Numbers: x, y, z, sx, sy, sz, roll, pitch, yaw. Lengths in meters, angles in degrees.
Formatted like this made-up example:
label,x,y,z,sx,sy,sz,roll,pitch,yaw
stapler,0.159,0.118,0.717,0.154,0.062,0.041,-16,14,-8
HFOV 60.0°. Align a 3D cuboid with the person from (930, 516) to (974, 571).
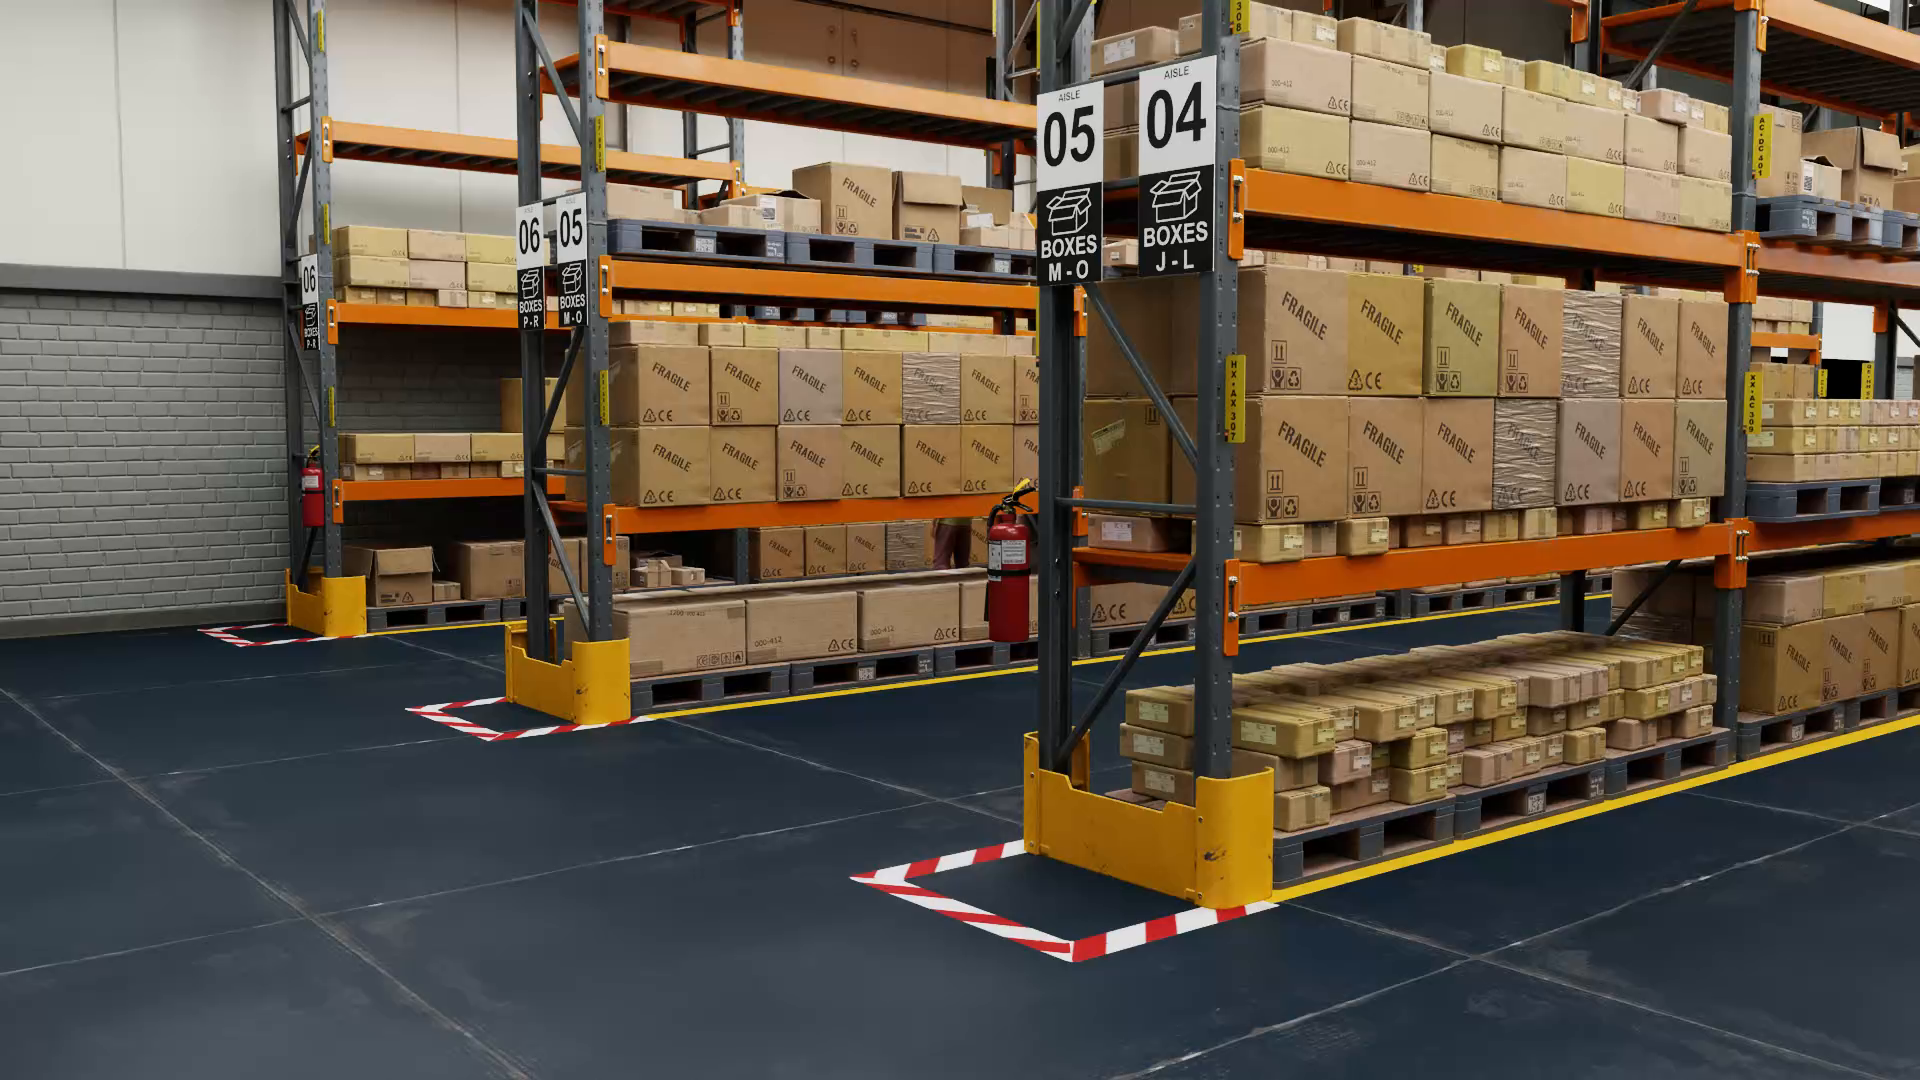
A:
label,x,y,z,sx,sy,sz,roll,pitch,yaw
person,-0.078,-0.132,15.436,0.512,1.673,0.364,-4,6,-40
